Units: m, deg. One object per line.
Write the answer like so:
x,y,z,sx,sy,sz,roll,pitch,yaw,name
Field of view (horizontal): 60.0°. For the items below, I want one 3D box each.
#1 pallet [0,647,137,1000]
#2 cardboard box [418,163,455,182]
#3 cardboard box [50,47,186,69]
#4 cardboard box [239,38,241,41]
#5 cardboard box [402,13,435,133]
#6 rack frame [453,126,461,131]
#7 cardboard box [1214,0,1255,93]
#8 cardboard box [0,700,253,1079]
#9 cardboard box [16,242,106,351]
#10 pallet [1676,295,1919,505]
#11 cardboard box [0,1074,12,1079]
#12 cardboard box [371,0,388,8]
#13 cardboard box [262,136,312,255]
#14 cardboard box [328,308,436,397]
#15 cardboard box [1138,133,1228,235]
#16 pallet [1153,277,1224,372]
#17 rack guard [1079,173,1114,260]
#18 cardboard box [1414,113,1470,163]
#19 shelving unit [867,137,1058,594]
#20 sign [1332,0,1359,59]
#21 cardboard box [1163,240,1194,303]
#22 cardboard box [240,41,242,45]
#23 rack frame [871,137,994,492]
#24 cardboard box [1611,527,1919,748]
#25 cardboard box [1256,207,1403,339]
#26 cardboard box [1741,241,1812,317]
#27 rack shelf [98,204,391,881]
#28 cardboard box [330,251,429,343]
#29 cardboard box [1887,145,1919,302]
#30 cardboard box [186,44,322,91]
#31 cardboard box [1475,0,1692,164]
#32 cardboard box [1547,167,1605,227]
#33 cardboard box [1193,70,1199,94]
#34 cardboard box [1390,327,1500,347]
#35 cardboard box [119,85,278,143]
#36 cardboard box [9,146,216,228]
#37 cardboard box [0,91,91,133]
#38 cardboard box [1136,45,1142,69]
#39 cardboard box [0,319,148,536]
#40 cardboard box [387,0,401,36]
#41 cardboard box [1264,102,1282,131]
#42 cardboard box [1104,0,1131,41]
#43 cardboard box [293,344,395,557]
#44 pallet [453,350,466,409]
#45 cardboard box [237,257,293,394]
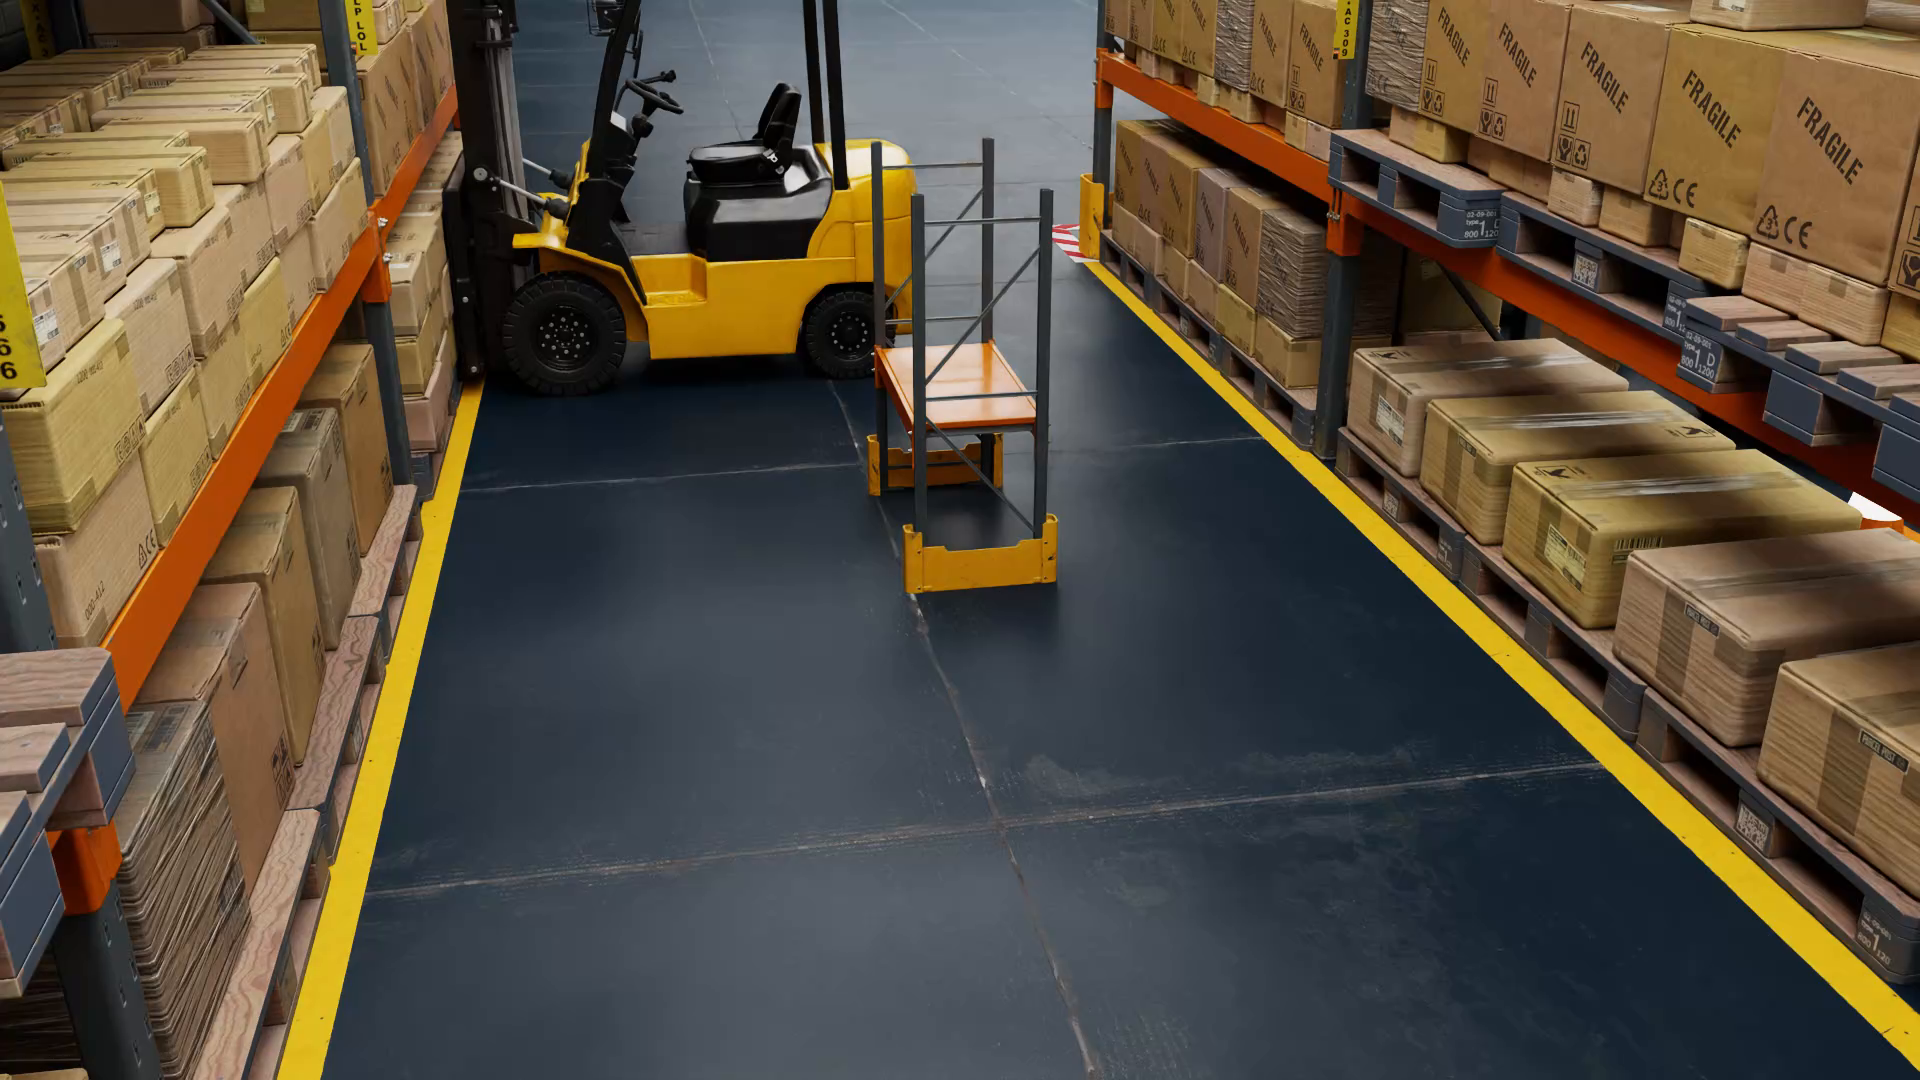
-1.820,0.501,2.095,1.213,0.211,1.003,-4,24,-10,pallet
-2.898,-1.829,8.853,0.500,0.250,0.500,-4,24,-9,cardboard box
-2.899,-1.611,5.755,0.380,0.149,0.250,-5,24,-11,cardboard box
-3.273,-2.172,7.040,0.380,0.149,0.250,-4,24,-9,cardboard box
-2.859,-2.264,8.060,0.500,0.500,0.500,-4,24,-9,cardboard box
-3.493,-2.995,9.860,1.000,3.000,0.127,-4,24,-10,rack frame
1.595,-2.535,8.309,0.500,0.500,0.500,-4,24,-8,cardboard box
-2.116,0.801,3.610,0.875,0.625,0.625,-4,24,-8,cardboard box
-1.834,-0.444,3.082,0.380,0.149,0.250,-4,24,-9,cardboard box
2.627,-0.402,4.162,1.213,0.211,1.003,-4,24,-10,pallet
-1.674,0.983,2.540,0.380,0.149,0.250,-5,24,-12,cardboard box
-2.661,-2.353,7.083,0.380,0.149,0.250,-4,24,-9,cardboard box
-2.221,-1.005,4.865,0.500,0.250,0.500,-4,24,-9,cardboard box
-2.540,-0.796,7.112,0.500,0.250,0.500,-4,24,-10,cardboard box
1.367,-2.088,9.756,0.500,0.500,0.500,-5,24,-12,cardboard box
1.736,-1.255,9.360,1.003,0.211,1.213,-4,24,-10,pallet
1.398,-2.189,11.136,1.175,0.500,0.348,-4,24,-10,rack guard
1.953,-1.528,6.291,0.380,0.149,0.250,-4,24,-9,cardboard box
-0.014,-0.717,6.518,0.587,1.500,1.083,-4,24,-10,shelving unit
1.592,-2.144,6.830,0.100,0.325,0.005,-4,24,-10,sign
1.462,-1.544,9.447,0.500,0.250,0.500,-3,24,-6,cardboard box
-3.191,-1.821,7.046,0.500,0.500,0.500,-4,24,-9,cardboard box
-0.110,-0.921,6.984,0.500,1.500,0.032,-4,24,-10,rack frame
2.624,0.282,5.115,0.950,0.372,0.625,-5,24,-11,cardboard box
1.751,-1.279,7.906,0.500,0.500,0.500,-5,24,-10,cardboard box
2.321,-0.702,4.398,0.380,0.149,0.250,-5,24,-12,cardboard box
-2.384,-0.305,4.600,1.077,0.370,4.000,-4,24,-10,rack shelf
-2.535,-1.026,7.013,0.500,0.250,0.500,-5,24,-11,cardboard box
2.506,-0.750,3.698,0.500,0.500,0.500,-5,24,-11,cardboard box
-2.472,-1.647,5.838,0.380,0.149,0.250,-3,24,-8,cardboard box
2.100,-1.567,5.569,0.500,0.500,0.500,-4,24,-10,cardboard box
2.129,-1.112,5.338,0.380,0.149,0.250,-3,24,-8,cardboard box
1.484,-2.483,9.002,0.380,0.149,0.250,-5,24,-11,cardboard box
2.280,-0.975,8.145,0.500,0.250,0.500,-5,24,-12,cardboard box
-2.248,-1.245,4.918,0.380,0.149,0.250,-5,24,-11,cardboard box
-2.033,-0.846,4.003,0.380,0.149,0.250,-4,24,-9,cardboard box
-2.767,-1.204,4.824,0.380,0.149,0.250,-4,24,-10,cardboard box
1.273,-2.891,9.936,0.380,0.149,0.250,-5,24,-11,cardboard box
-1.831,-0.203,3.030,0.500,0.250,0.500,-4,24,-10,cardboard box
-2.699,-2.318,7.374,0.380,0.149,0.250,-5,24,-10,cardboard box
1.708,-2.084,8.088,0.380,0.149,0.250,-5,24,-10,cardboard box
1.199,-3.339,10.151,0.500,0.500,0.500,-5,24,-11,cardboard box
-2.646,-0.322,6.181,0.875,0.625,0.625,-3,24,-7,cardboard box
-3.089,-0.941,8.640,1.003,0.211,1.213,-4,24,-10,pallet
-2.140,-0.577,4.510,0.500,0.250,0.500,-4,24,-8,cardboard box
